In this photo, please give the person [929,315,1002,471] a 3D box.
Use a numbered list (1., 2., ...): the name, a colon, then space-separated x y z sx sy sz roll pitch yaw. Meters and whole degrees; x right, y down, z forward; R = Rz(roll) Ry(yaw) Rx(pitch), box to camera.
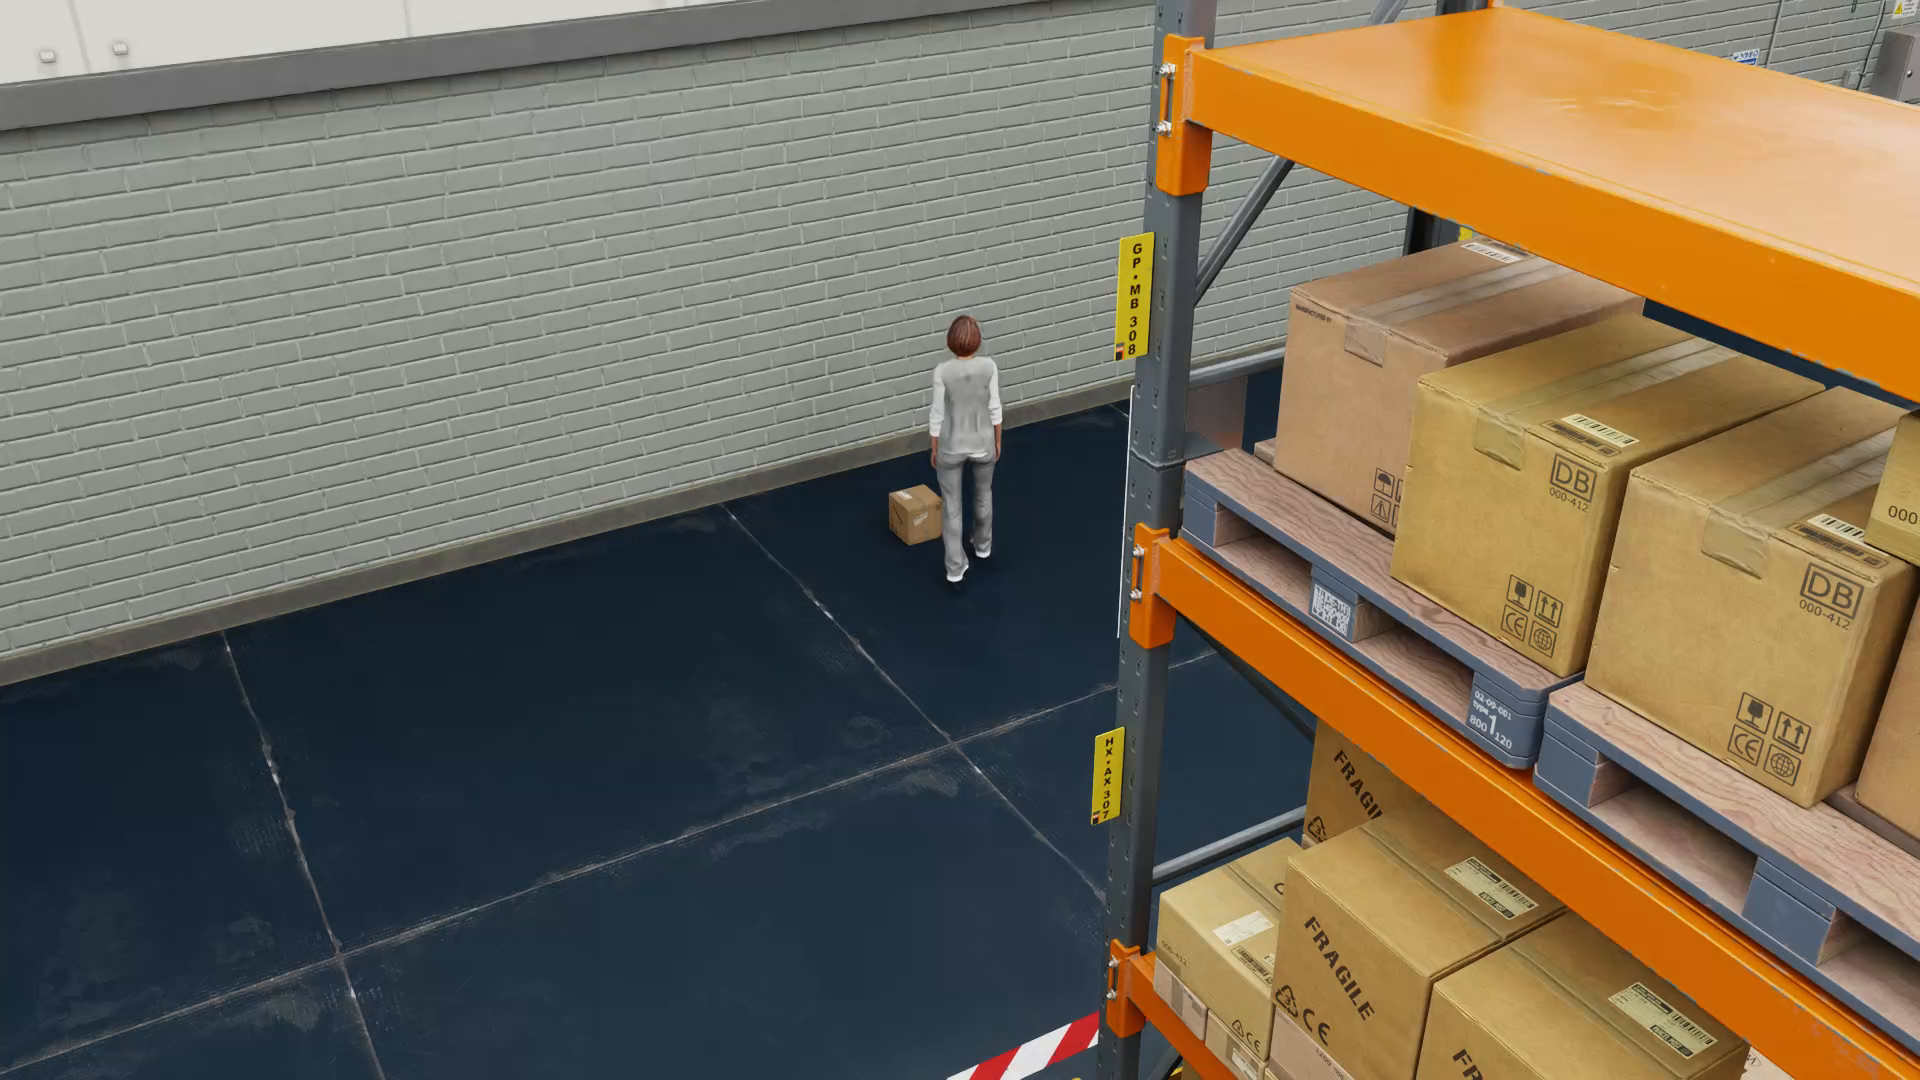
1. person: 0.028 -0.816 9.326 0.424 0.937 0.302 -5 30 -10
